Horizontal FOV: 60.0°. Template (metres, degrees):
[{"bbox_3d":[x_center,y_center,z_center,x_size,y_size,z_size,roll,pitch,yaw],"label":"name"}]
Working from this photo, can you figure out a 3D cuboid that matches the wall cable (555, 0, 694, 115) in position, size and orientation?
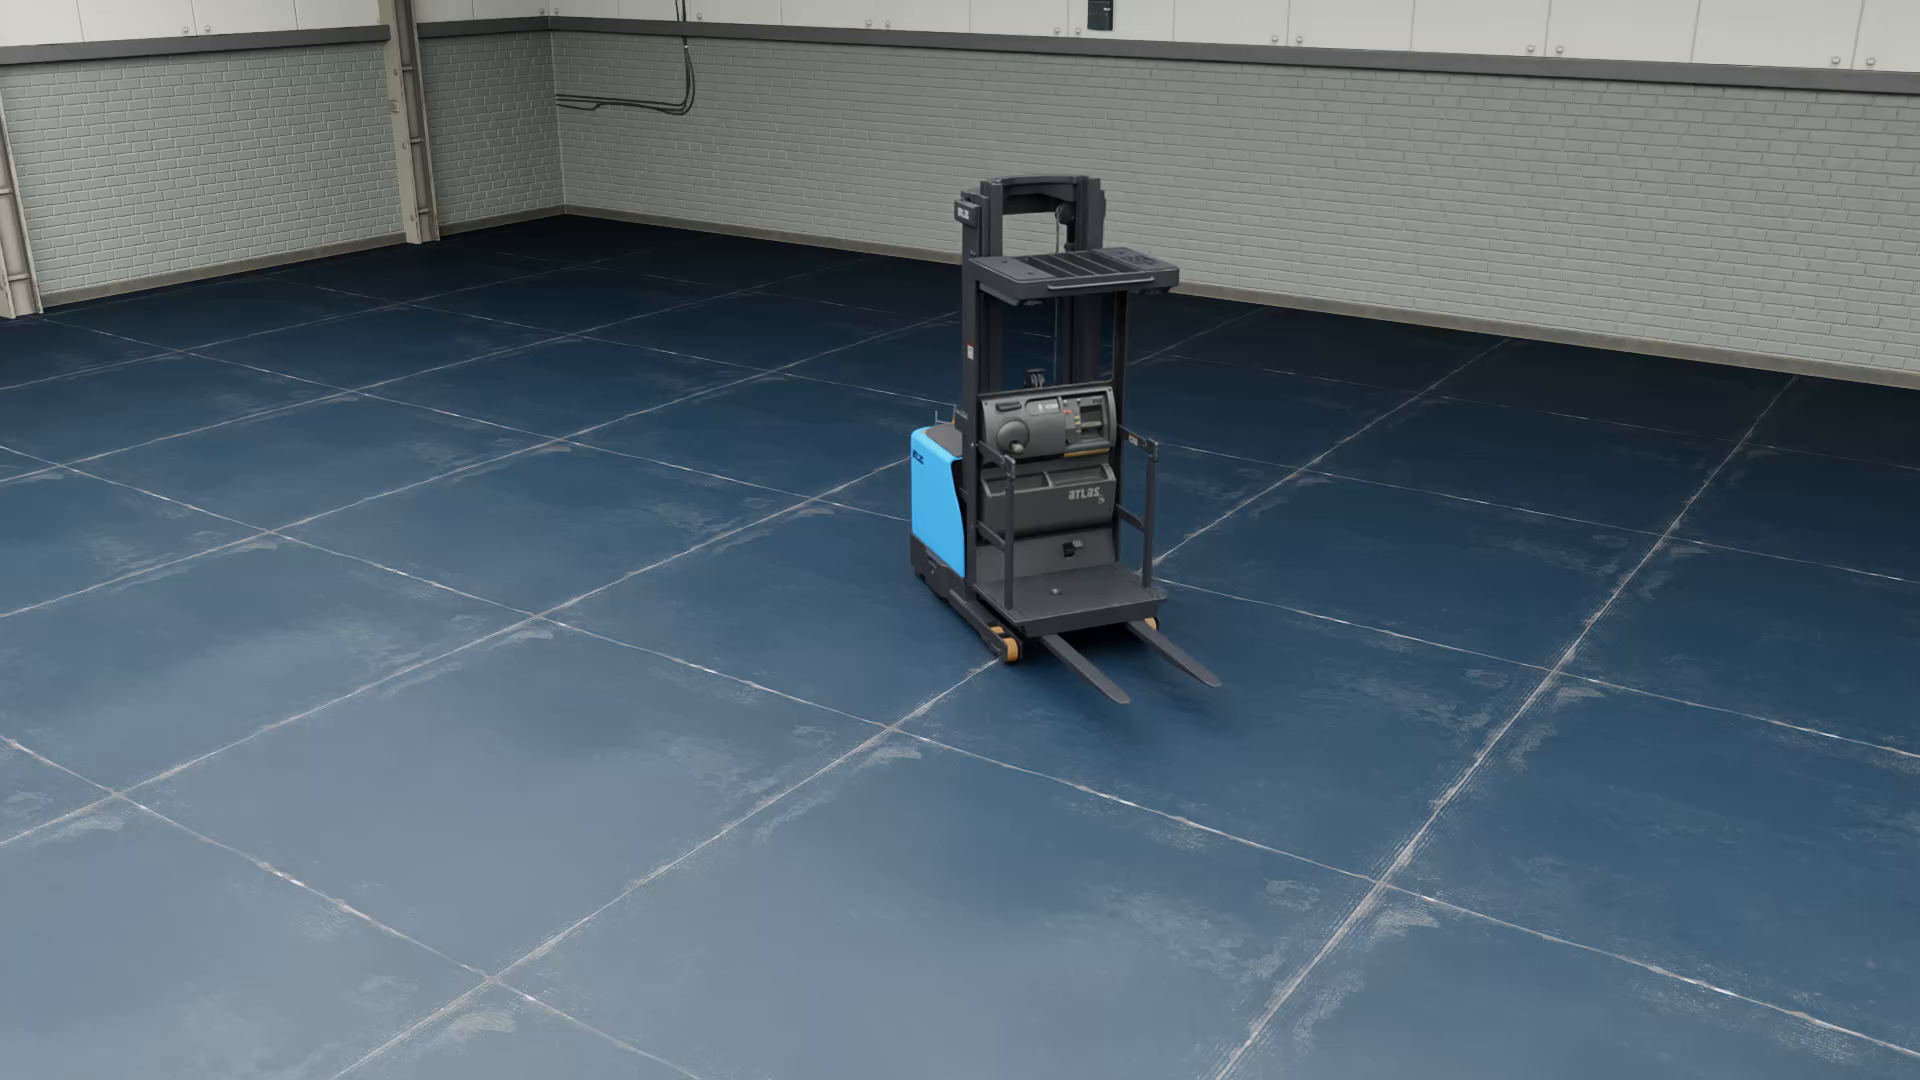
[{"bbox_3d":[-5.272,-7.816,25.399,3.097,2.526,0.112,13,24,32],"label":"wall cable"}]

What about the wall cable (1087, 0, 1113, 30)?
[{"bbox_3d":[2.571,-9.011,19.253,2.305,6.003,0.169,13,24,32],"label":"wall cable"}]

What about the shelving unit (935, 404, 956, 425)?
[{"bbox_3d":[-0.030,-0.477,12.541,0.215,1.050,0.252,13,24,32],"label":"shelving unit"}]

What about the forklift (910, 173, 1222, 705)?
[{"bbox_3d":[0.664,-0.752,10.573,1.130,2.935,3.031,-8,22,-21],"label":"forklift"}]

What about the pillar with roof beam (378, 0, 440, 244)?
[{"bbox_3d":[-4.461,-7.845,21.003,9.100,9.000,0.400,13,24,32],"label":"pillar with roof beam"}]

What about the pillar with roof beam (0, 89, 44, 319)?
[{"bbox_3d":[-7.834,-6.124,16.349,9.100,9.000,0.400,13,24,32],"label":"pillar with roof beam"}]

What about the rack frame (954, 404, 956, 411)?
[{"bbox_3d":[0.038,-0.512,12.636,0.200,1.050,0.008,13,24,32],"label":"rack frame"}]

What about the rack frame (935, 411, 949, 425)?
[{"bbox_3d":[-0.099,-0.442,12.447,0.200,1.050,0.008,13,24,32],"label":"rack frame"}]

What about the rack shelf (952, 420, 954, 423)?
[{"bbox_3d":[-0.030,-0.733,12.447,0.215,0.259,0.240,13,24,32],"label":"rack shelf"}]
